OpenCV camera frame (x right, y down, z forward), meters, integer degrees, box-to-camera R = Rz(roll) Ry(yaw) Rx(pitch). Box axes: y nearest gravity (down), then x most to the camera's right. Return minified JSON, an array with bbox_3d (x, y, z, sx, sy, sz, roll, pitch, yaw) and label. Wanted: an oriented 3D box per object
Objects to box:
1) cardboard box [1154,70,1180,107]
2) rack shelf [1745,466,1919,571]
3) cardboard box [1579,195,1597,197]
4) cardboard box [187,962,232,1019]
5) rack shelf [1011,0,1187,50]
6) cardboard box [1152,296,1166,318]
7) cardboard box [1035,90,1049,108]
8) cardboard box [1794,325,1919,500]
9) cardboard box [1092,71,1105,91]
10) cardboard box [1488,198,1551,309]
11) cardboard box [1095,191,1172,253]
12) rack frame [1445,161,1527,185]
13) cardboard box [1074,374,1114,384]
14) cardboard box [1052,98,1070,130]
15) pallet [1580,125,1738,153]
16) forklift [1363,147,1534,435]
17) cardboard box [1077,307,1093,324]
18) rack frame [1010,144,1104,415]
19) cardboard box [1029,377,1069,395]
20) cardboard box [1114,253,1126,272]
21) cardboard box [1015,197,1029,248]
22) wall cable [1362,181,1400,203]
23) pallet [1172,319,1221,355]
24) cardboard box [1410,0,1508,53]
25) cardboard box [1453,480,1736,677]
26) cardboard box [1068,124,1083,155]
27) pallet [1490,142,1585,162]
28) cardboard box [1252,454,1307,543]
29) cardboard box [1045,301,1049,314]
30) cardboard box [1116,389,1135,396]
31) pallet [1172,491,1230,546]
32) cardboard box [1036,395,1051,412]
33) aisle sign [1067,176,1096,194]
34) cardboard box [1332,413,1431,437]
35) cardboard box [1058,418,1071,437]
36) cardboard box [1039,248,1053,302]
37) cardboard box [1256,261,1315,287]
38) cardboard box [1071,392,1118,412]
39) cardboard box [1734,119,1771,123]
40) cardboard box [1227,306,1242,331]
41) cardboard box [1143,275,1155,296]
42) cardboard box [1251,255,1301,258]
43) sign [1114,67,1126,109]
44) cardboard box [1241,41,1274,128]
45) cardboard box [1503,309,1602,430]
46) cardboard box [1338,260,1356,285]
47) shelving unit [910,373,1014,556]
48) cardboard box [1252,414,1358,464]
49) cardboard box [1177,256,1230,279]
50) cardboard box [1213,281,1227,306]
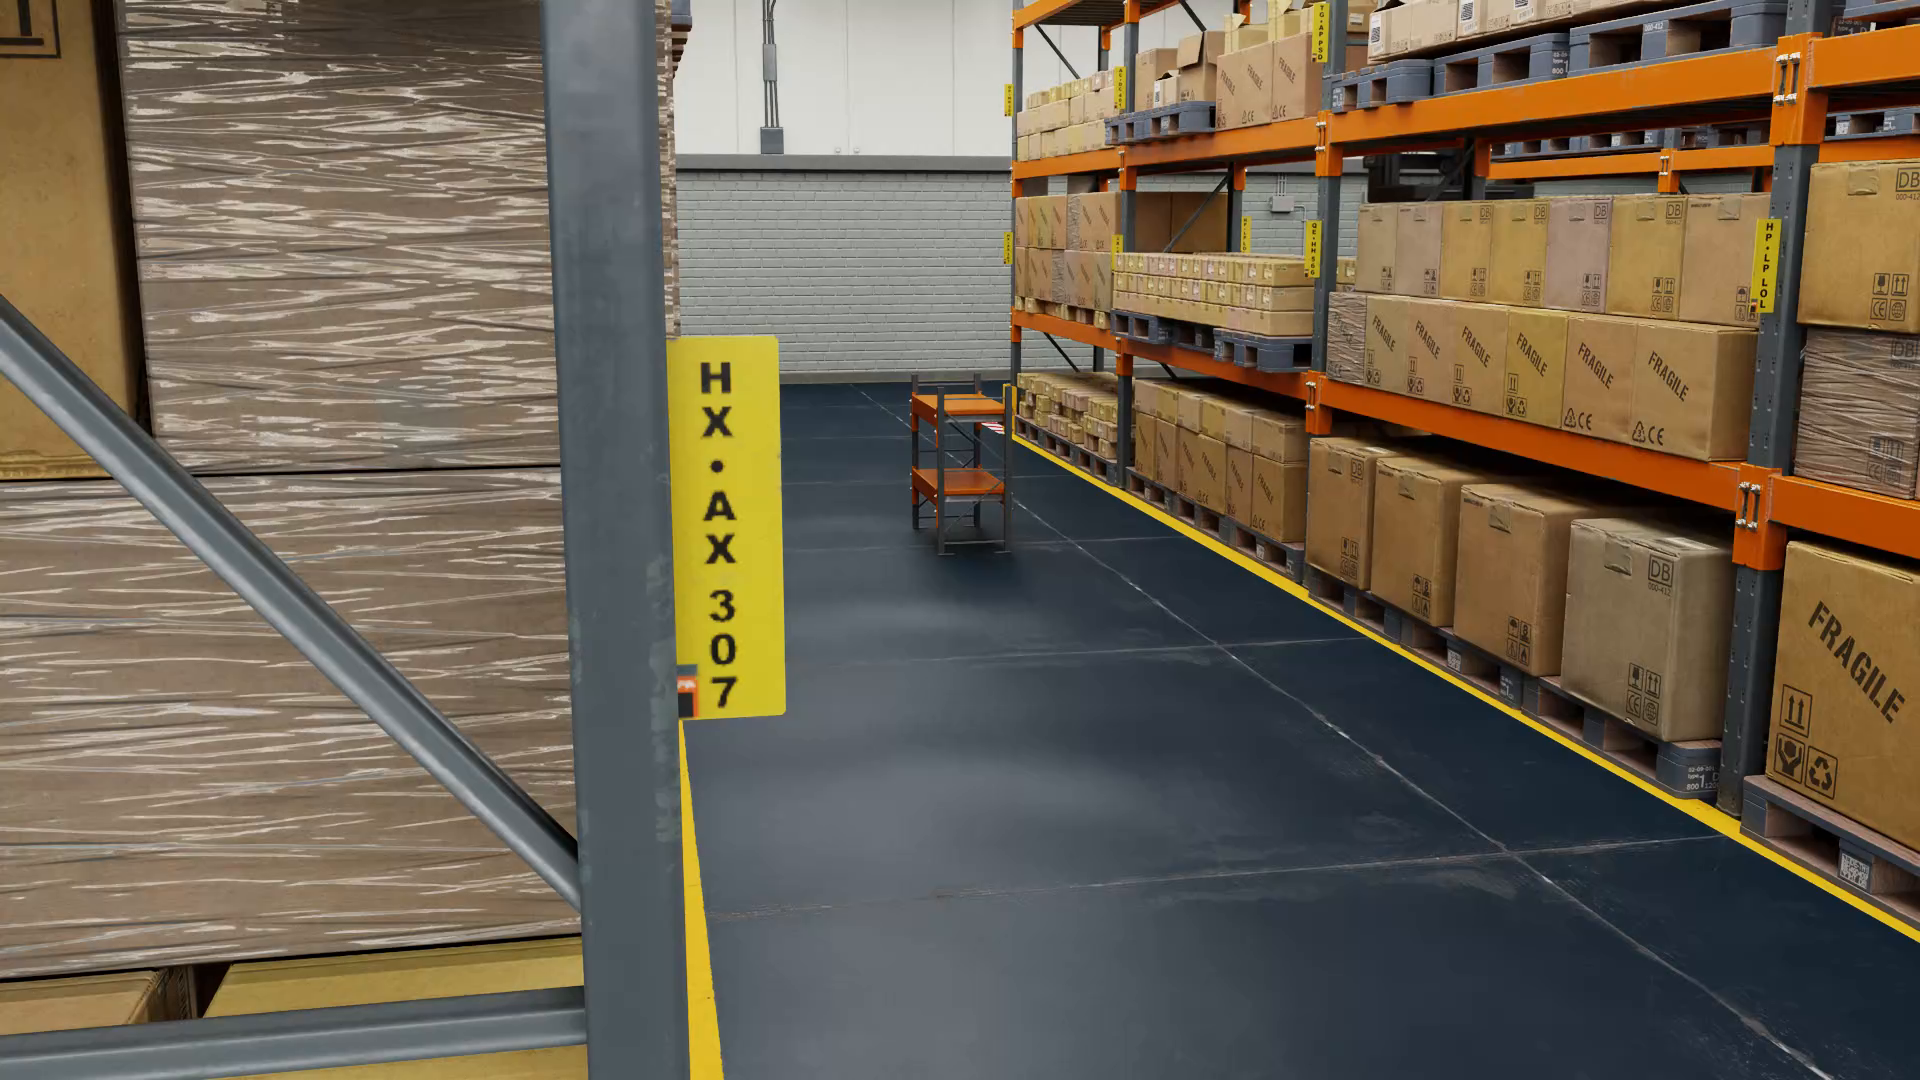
[{"bbox_3d":[1.784,-3.392,12.590,0.500,0.311,0.500,-2,11,-12],"label":"cardboard box"},{"bbox_3d":[3.764,0.262,4.221,1.077,0.370,4.000,-2,11,-11],"label":"rack shelf"},{"bbox_3d":[6.148,-3.217,15.897,0.380,0.149,0.250,-2,11,-11],"label":"cardboard box"},{"bbox_3d":[-1.038,0.470,1.876,0.380,0.149,0.250,-2,11,-11],"label":"cardboard box"},{"bbox_3d":[1.430,-4.884,15.223,1.077,0.370,4.000,-2,11,-11],"label":"rack shelf"},{"bbox_3d":[1.646,-1.730,12.311,0.380,0.149,0.250,-3,11,-14],"label":"cardboard box"},{"bbox_3d":[0.940,-4.288,16.179,0.380,0.149,0.250,-2,11,-10],"label":"cardboard box"},{"bbox_3d":[3.458,-0.465,5.714,0.875,0.550,0.550,-2,11,-11],"label":"cardboard box"},{"bbox_3d":[1.340,-3.905,14.168,0.380,0.149,0.250,-2,11,-11],"label":"cardboard box"},{"bbox_3d":[2.976,-1.369,7.924,0.700,0.500,0.500,-2,11,-12],"label":"cardboard box"},{"bbox_3d":[1.462,-2.688,14.060,0.500,0.500,0.500,-3,11,-13],"label":"cardboard box"},{"bbox_3d":[5.877,-2.857,18.687,1.000,3.000,0.127,-2,11,-11],"label":"rack frame"},{"bbox_3d":[1.385,-1.621,17.101,0.380,0.149,0.250,-2,11,-10],"label":"cardboard box"},{"bbox_3d":[1.160,-3.933,15.379,0.500,0.250,0.500,-3,11,-13],"label":"cardboard box"},{"bbox_3d":[6.506,-3.704,15.351,1.003,0.211,1.213,-2,11,-11],"label":"pallet"},{"bbox_3d":[4.116,-1.965,14.182,1.130,2.935,3.031,-2,11,-10],"label":"forklift"},{"bbox_3d":[1.275,-2.037,15.049,0.380,0.149,0.250,-3,11,-13],"label":"cardboard box"},{"bbox_3d":[1.041,-2.659,17.644,1.000,3.000,0.127,-2,11,-11],"label":"rack frame"},{"bbox_3d":[0.905,-1.552,16.736,0.380,0.149,0.250,-2,11,-11],"label":"cardboard box"},{"bbox_3d":[1.444,-2.211,13.251,0.380,0.149,0.250,-2,11,-8],"label":"cardboard box"},{"bbox_3d":[0.868,-3.253,17.030,0.500,0.500,0.500,-2,11,-11],"label":"cardboard box"},{"bbox_3d":[6.146,-4.444,24.303,0.588,1.984,0.122,-2,11,-11],"label":"wall cable"},{"bbox_3d":[2.172,-1.459,11.853,1.003,0.211,1.213,-2,11,-11],"label":"pallet"},{"bbox_3d":[2.619,-2.614,8.398,0.500,0.250,0.500,-2,11,-9],"label":"cardboard box"},{"bbox_3d":[2.982,0.153,7.763,1.050,0.750,0.750,-2,11,-11],"label":"cardboard box"},{"bbox_3d":[1.274,-3.591,14.917,0.500,0.250,0.500,-2,11,-12],"label":"cardboard box"},{"bbox_3d":[6.031,-4.152,17.702,1.003,0.211,1.213,-2,11,-11],"label":"pallet"},{"bbox_3d":[2.212,-0.281,10.714,0.500,0.500,0.500,-2,11,-11],"label":"cardboard box"},{"bbox_3d":[1.057,-2.325,16.562,0.380,0.149,0.250,-2,11,-8],"label":"cardboard box"},{"bbox_3d":[1.686,-1.335,15.598,0.380,0.149,0.250,-3,11,-13],"label":"cardboard box"},{"bbox_3d":[2.212,-0.189,12.122,1.003,0.211,1.213,-2,11,-11],"label":"pallet"},{"bbox_3d":[0.967,-1.361,16.528,0.380,0.149,0.250,-2,11,-9],"label":"cardboard box"},{"bbox_3d":[1.321,-3.960,17.529,0.394,0.787,0.004,-2,11,-11],"label":"aisle sign"},{"bbox_3d":[2.700,-0.674,10.770,0.500,0.250,0.500,-3,11,-14],"label":"cardboard box"},{"bbox_3d":[1.143,-1.074,15.817,0.380,0.149,0.250,-2,11,-11],"label":"cardboard box"},{"bbox_3d":[1.069,-2.574,16.136,0.500,0.500,0.500,-2,11,-10],"label":"cardboard box"},{"bbox_3d":[2.052,-1.640,10.249,0.380,0.149,0.250,-3,11,-13],"label":"cardboard box"},{"bbox_3d":[1.233,-1.267,15.240,0.380,0.149,0.250,-3,11,-14],"label":"cardboard box"},{"bbox_3d":[6.542,-3.681,13.599,0.500,0.500,0.500,-2,11,-12],"label":"cardboard box"},{"bbox_3d":[1.953,-1.441,10.794,0.380,0.149,0.250,-2,11,-10],"label":"cardboard box"},{"bbox_3d":[1.598,-1.923,12.530,0.380,0.149,0.250,-3,11,-13],"label":"cardboard box"},{"bbox_3d":[2.341,-1.995,12.113,0.380,0.149,0.250,-3,11,-14],"label":"cardboard box"},{"bbox_3d":[1.288,-3.632,13.350,0.100,0.325,0.005,-2,11,-11],"label":"sign"},{"bbox_3d":[2.127,-2.901,10.626,0.500,0.500,0.500,-2,11,-11],"label":"cardboard box"},{"bbox_3d":[2.815,-0.779,7.497,0.500,0.500,0.500,-2,11,-10],"label":"cardboard box"},{"bbox_3d":[2.642,-1.708,10.605,0.380,0.149,0.250,-2,11,-13],"label":"cardboard box"},{"bbox_3d":[-0.001,-0.554,11.598,0.538,1.125,1.048,-2,11,-11],"label":"shelving unit"},{"bbox_3d":[2.207,-0.654,10.668,0.500,0.250,0.500,-2,11,-12],"label":"cardboard box"},{"bbox_3d":[1.753,-1.925,11.746,0.380,0.149,0.250,-2,11,-9],"label":"cardboard box"},{"bbox_3d":[1.899,-1.638,11.032,0.380,0.149,0.250,-2,11,-11],"label":"cardboard box"}]
